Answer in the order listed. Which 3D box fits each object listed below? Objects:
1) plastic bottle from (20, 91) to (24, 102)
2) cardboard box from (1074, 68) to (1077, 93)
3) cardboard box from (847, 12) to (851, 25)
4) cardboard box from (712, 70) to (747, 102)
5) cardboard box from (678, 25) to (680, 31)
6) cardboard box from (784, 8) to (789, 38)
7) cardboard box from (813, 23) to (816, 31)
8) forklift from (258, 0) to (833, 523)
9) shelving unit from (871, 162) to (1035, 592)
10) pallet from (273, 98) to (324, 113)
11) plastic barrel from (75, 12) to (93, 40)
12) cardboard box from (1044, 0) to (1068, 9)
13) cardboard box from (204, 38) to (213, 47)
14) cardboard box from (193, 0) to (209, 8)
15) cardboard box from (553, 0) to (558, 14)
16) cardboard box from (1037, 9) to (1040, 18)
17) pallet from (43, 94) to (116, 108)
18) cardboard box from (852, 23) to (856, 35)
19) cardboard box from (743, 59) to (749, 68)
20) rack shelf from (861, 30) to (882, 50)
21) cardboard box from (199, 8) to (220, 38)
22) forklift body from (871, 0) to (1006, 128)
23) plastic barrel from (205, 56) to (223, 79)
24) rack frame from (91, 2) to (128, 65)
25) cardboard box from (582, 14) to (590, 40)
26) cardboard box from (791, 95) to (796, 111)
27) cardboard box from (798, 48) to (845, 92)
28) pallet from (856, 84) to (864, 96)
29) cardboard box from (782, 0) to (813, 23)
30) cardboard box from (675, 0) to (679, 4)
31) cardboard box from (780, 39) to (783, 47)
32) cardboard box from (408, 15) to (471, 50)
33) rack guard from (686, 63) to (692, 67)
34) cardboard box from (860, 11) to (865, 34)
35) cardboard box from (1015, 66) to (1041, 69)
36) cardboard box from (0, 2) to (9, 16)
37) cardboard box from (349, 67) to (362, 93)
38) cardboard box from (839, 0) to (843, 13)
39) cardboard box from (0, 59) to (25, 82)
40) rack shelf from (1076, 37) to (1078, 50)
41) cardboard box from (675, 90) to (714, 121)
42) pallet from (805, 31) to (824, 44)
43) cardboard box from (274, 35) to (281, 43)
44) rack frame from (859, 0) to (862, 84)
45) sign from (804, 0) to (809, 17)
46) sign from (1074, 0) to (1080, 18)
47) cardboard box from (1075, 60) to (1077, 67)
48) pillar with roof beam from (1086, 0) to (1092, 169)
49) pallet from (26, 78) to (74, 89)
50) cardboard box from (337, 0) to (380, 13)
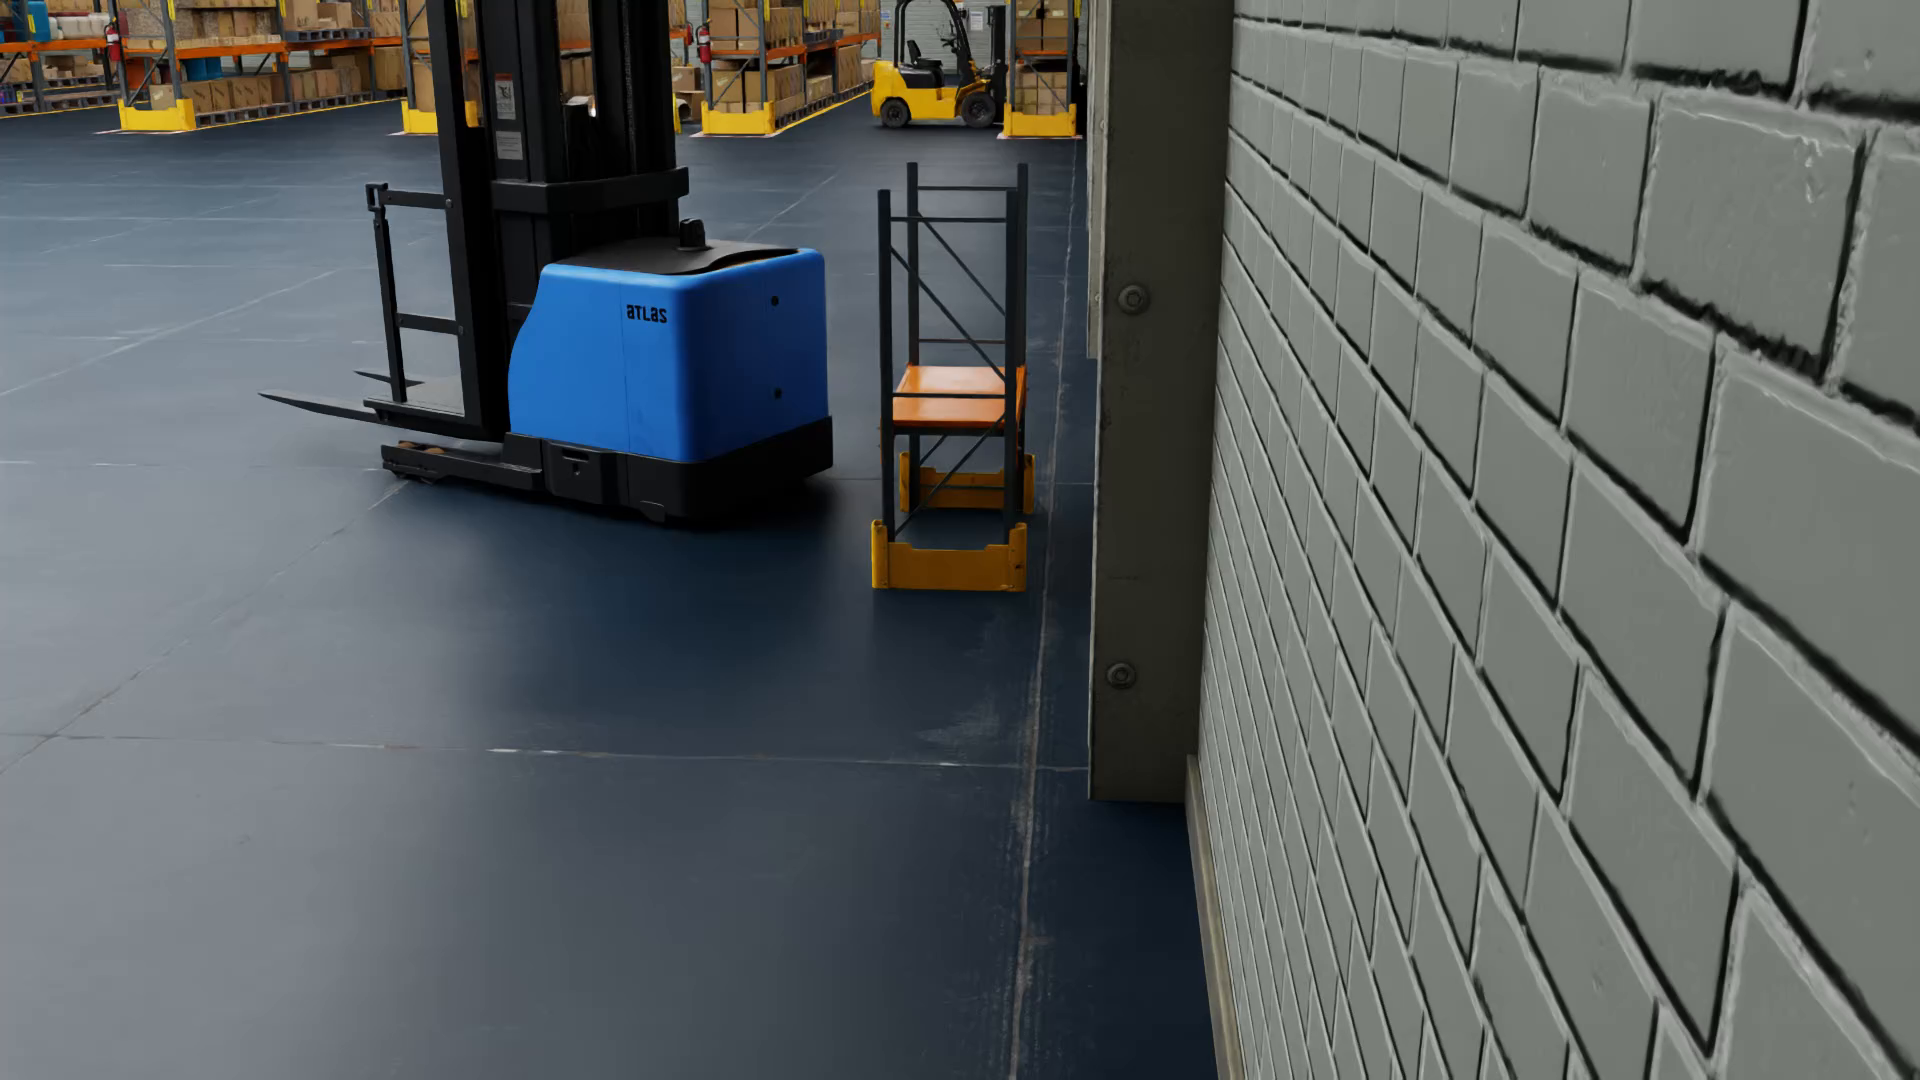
[{"bbox_3d":[-17.903,-8.453,31.689,0.097,0.201,0.097,0,18,0],"label":"plastic bottle"},{"bbox_3d":[2.184,-9.630,34.836,0.500,0.500,0.500,2,18,6],"label":"cardboard box"},{"bbox_3d":[-2.658,-11.394,36.316,0.500,0.250,0.500,2,18,5],"label":"cardboard box"},{"bbox_3d":[-3.853,-7.623,27.906,0.500,0.500,0.500,1,18,4],"label":"cardboard box"},{"bbox_3d":[-7.245,-12.864,41.768,0.380,0.149,0.250,1,18,4],"label":"cardboard box"},{"bbox_3d":[-3.242,-8.926,28.708,0.500,0.500,0.500,1,18,3],"label":"cardboard box"},{"bbox_3d":[-2.978,-9.852,31.902,0.380,0.149,0.250,2,18,5],"label":"cardboard box"},{"bbox_3d":[-2.122,-1.784,7.661,3.031,2.935,1.130,10,21,29],"label":"forklift"},{"bbox_3d":[-0.005,-0.689,6.617,0.587,1.500,1.083,1,18,4],"label":"shelving unit"},{"bbox_3d":[-13.194,-8.499,32.522,1.003,0.211,1.213,1,18,4],"label":"pallet"},{"bbox_3d":[-17.817,-10.412,33.663,0.433,0.535,0.433,0,18,0],"label":"plastic barrel"},{"bbox_3d":[1.538,-8.606,26.690,0.380,0.149,0.250,1,18,3],"label":"cardboard box"},{"bbox_3d":[-13.184,-8.614,28.798,0.380,0.149,0.250,1,18,4],"label":"cardboard box"},{"bbox_3d":[-13.181,-9.324,28.317,0.500,0.500,0.500,1,18,4],"label":"cardboard box"},{"bbox_3d":[-8.207,-10.434,32.182,0.700,0.500,0.500,1,18,4],"label":"cardboard box"},{"bbox_3d":[1.115,-8.638,27.266,0.380,0.149,0.250,2,18,5],"label":"cardboard box"},{"bbox_3d":[-18.086,-8.993,34.028,1.003,0.211,1.213,1,18,4],"label":"pallet"},{"bbox_3d":[-2.608,-11.471,37.356,0.500,0.250,0.500,1,18,3],"label":"cardboard box"},{"bbox_3d":[-3.852,-8.206,28.646,0.380,0.149,0.250,2,18,6],"label":"cardboard box"},{"bbox_3d":[-2.647,-12.125,40.265,1.077,0.370,4.000,1,18,4],"label":"rack shelf"},{"bbox_3d":[-13.473,-9.011,28.969,0.875,0.500,0.500,1,18,4],"label":"cardboard box"},{"bbox_3d":[-0.383,-8.236,28.602,2.313,2.155,1.214,1,18,4],"label":"forklift body"},{"bbox_3d":[-17.671,-11.211,39.017,0.600,0.901,0.708,1,18,4],"label":"plastic barrel"},{"bbox_3d":[-22.268,-13.532,43.402,1.000,3.000,0.127,1,18,4],"label":"rack frame"},{"bbox_3d":[-7.823,-10.429,33.774,0.500,0.500,0.500,1,18,4],"label":"cardboard box"},{"bbox_3d":[-3.207,-7.741,29.472,0.500,0.250,0.500,2,18,5],"label":"cardboard box"},{"bbox_3d":[-2.944,-10.006,35.380,0.875,0.875,0.875,1,18,3],"label":"cardboard box"},{"bbox_3d":[-2.770,-10.279,37.955,1.003,0.211,1.213,1,18,4],"label":"pallet"},{"bbox_3d":[-3.044,-9.889,30.972,0.500,0.500,0.500,2,18,5],"label":"cardboard box"},{"bbox_3d":[-7.269,-13.526,41.142,0.500,0.500,0.500,1,18,2],"label":"cardboard box"},{"bbox_3d":[-3.259,-8.583,28.704,0.380,0.149,0.250,1,18,2],"label":"cardboard box"},{"bbox_3d":[-8.613,-8.385,27.456,0.875,0.550,0.550,1,18,4],"label":"cardboard box"},{"bbox_3d":[-7.453,-11.956,42.607,1.175,0.500,0.348,1,18,4],"label":"rack guard"},{"bbox_3d":[-2.495,-12.033,38.669,0.500,0.500,0.500,2,18,6],"label":"cardboard box"},{"bbox_3d":[1.169,-8.163,29.154,0.500,0.250,0.500,2,18,6],"label":"cardboard box"},{"bbox_3d":[-22.812,-12.394,39.096,0.700,0.500,0.500,-5,19,-15],"label":"cardboard box"},{"bbox_3d":[-12.989,-9.637,34.825,0.700,0.500,0.500,0,18,1],"label":"cardboard box"},{"bbox_3d":[-2.772,-11.428,35.216,0.500,0.500,0.500,1,18,4],"label":"cardboard box"},{"bbox_3d":[-22.348,-10.997,38.976,0.500,0.500,0.500,1,18,4],"label":"cardboard box"},{"bbox_3d":[2.018,-10.773,36.139,1.077,0.370,4.000,1,18,4],"label":"rack shelf"},{"bbox_3d":[-4.798,-7.872,30.140,0.500,0.500,0.500,17,25,41],"label":"cardboard box"},{"bbox_3d":[-3.164,-9.504,31.419,1.003,0.211,1.213,1,18,4],"label":"pallet"},{"bbox_3d":[-12.970,-9.390,31.165,0.380,0.149,0.250,1,18,4],"label":"cardboard box"},{"bbox_3d":[-2.790,-11.846,38.257,1.000,3.000,0.127,1,18,4],"label":"rack frame"},{"bbox_3d":[-2.822,-9.763,30.510,0.100,0.325,0.005,1,18,4],"label":"sign"},{"bbox_3d":[1.854,-8.444,26.358,0.100,0.325,0.005,1,18,4],"label":"sign"},{"bbox_3d":[2.268,-10.051,35.077,0.380,0.149,0.250,2,18,6],"label":"cardboard box"},{"bbox_3d":[-2.474,-9.289,20.819,9.100,9.000,0.400,1,18,4],"label":"pillar with roof beam"},{"bbox_3d":[-22.505,-11.177,40.696,1.003,0.211,1.213,1,18,4],"label":"pallet"},{"bbox_3d":[-12.893,-11.576,35.661,0.797,0.503,0.637,2,18,6],"label":"cardboard box"}]
